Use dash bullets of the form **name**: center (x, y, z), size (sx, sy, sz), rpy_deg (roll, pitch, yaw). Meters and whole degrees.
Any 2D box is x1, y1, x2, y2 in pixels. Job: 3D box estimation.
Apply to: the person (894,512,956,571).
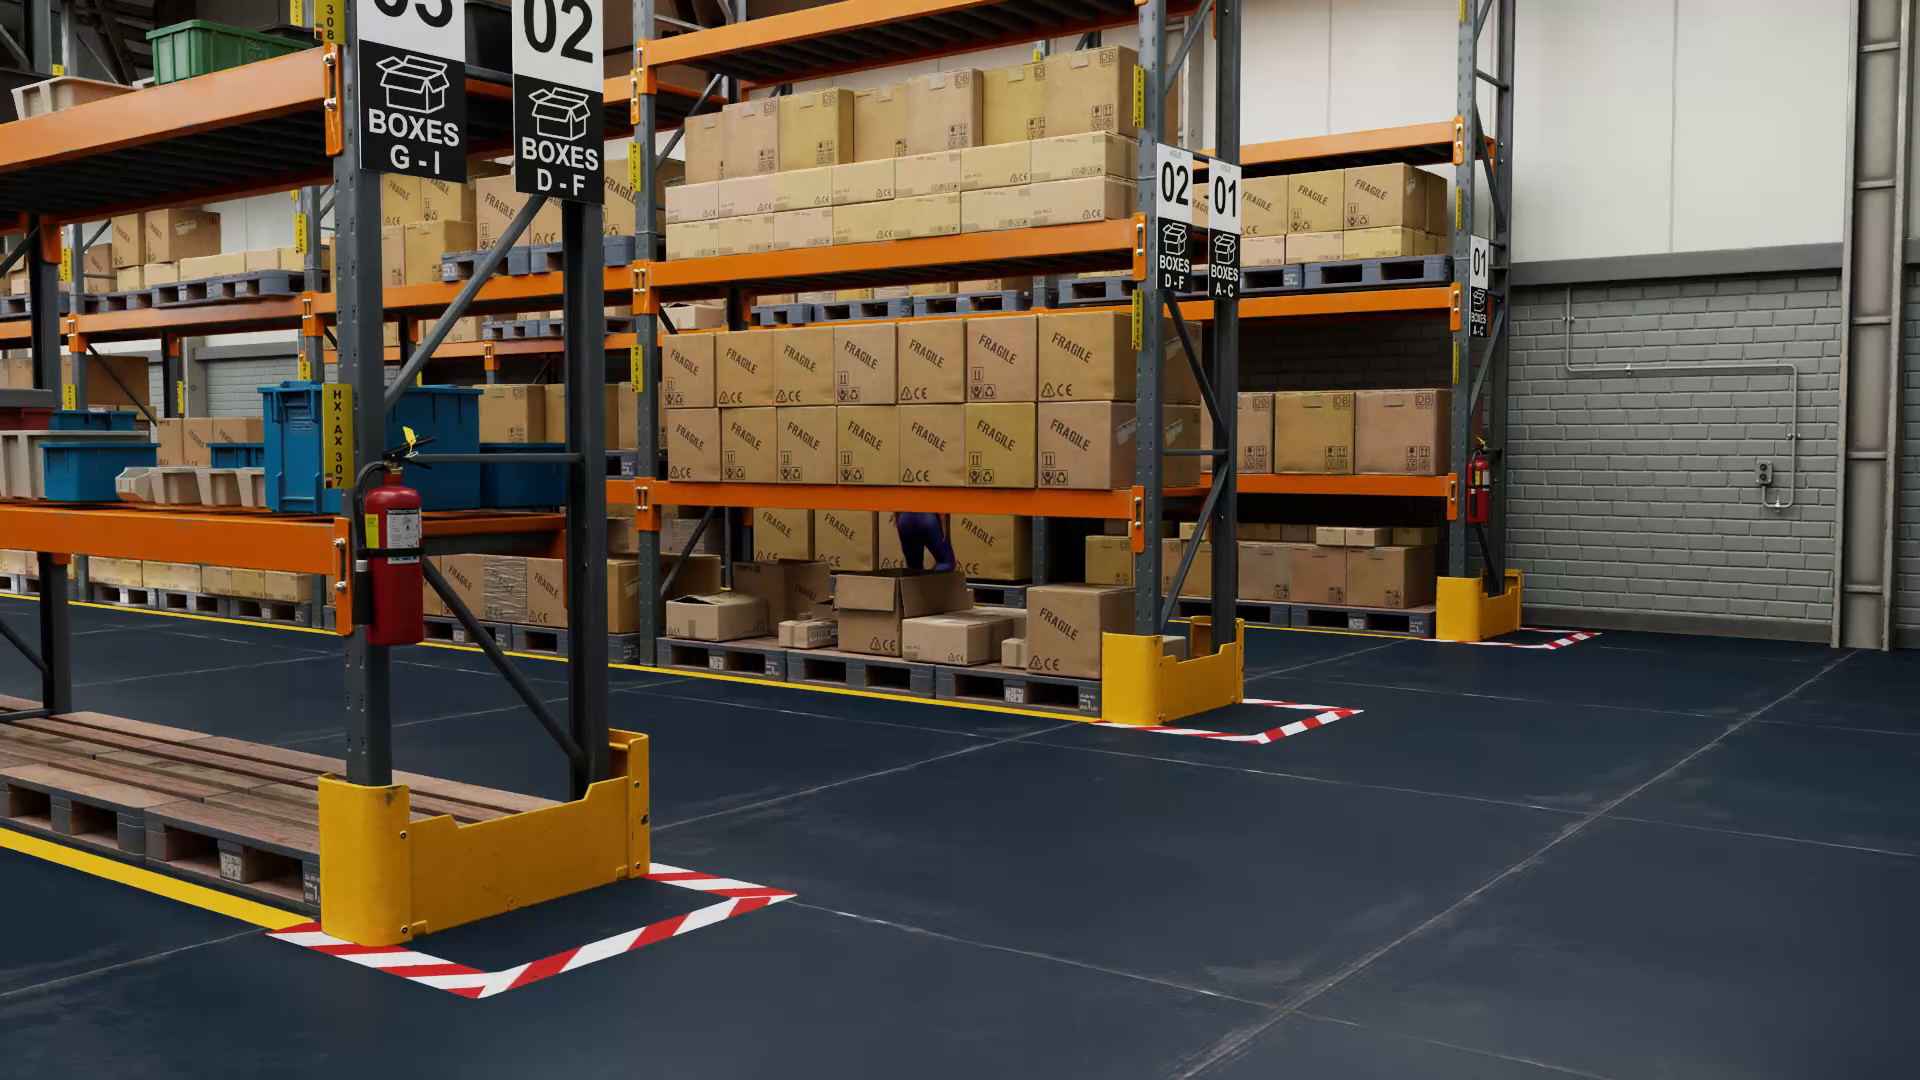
- **person**: center (-0.330, -0.112, 14.544), size (0.533, 1.645, 0.620), rpy_deg (2, 4, 29)
